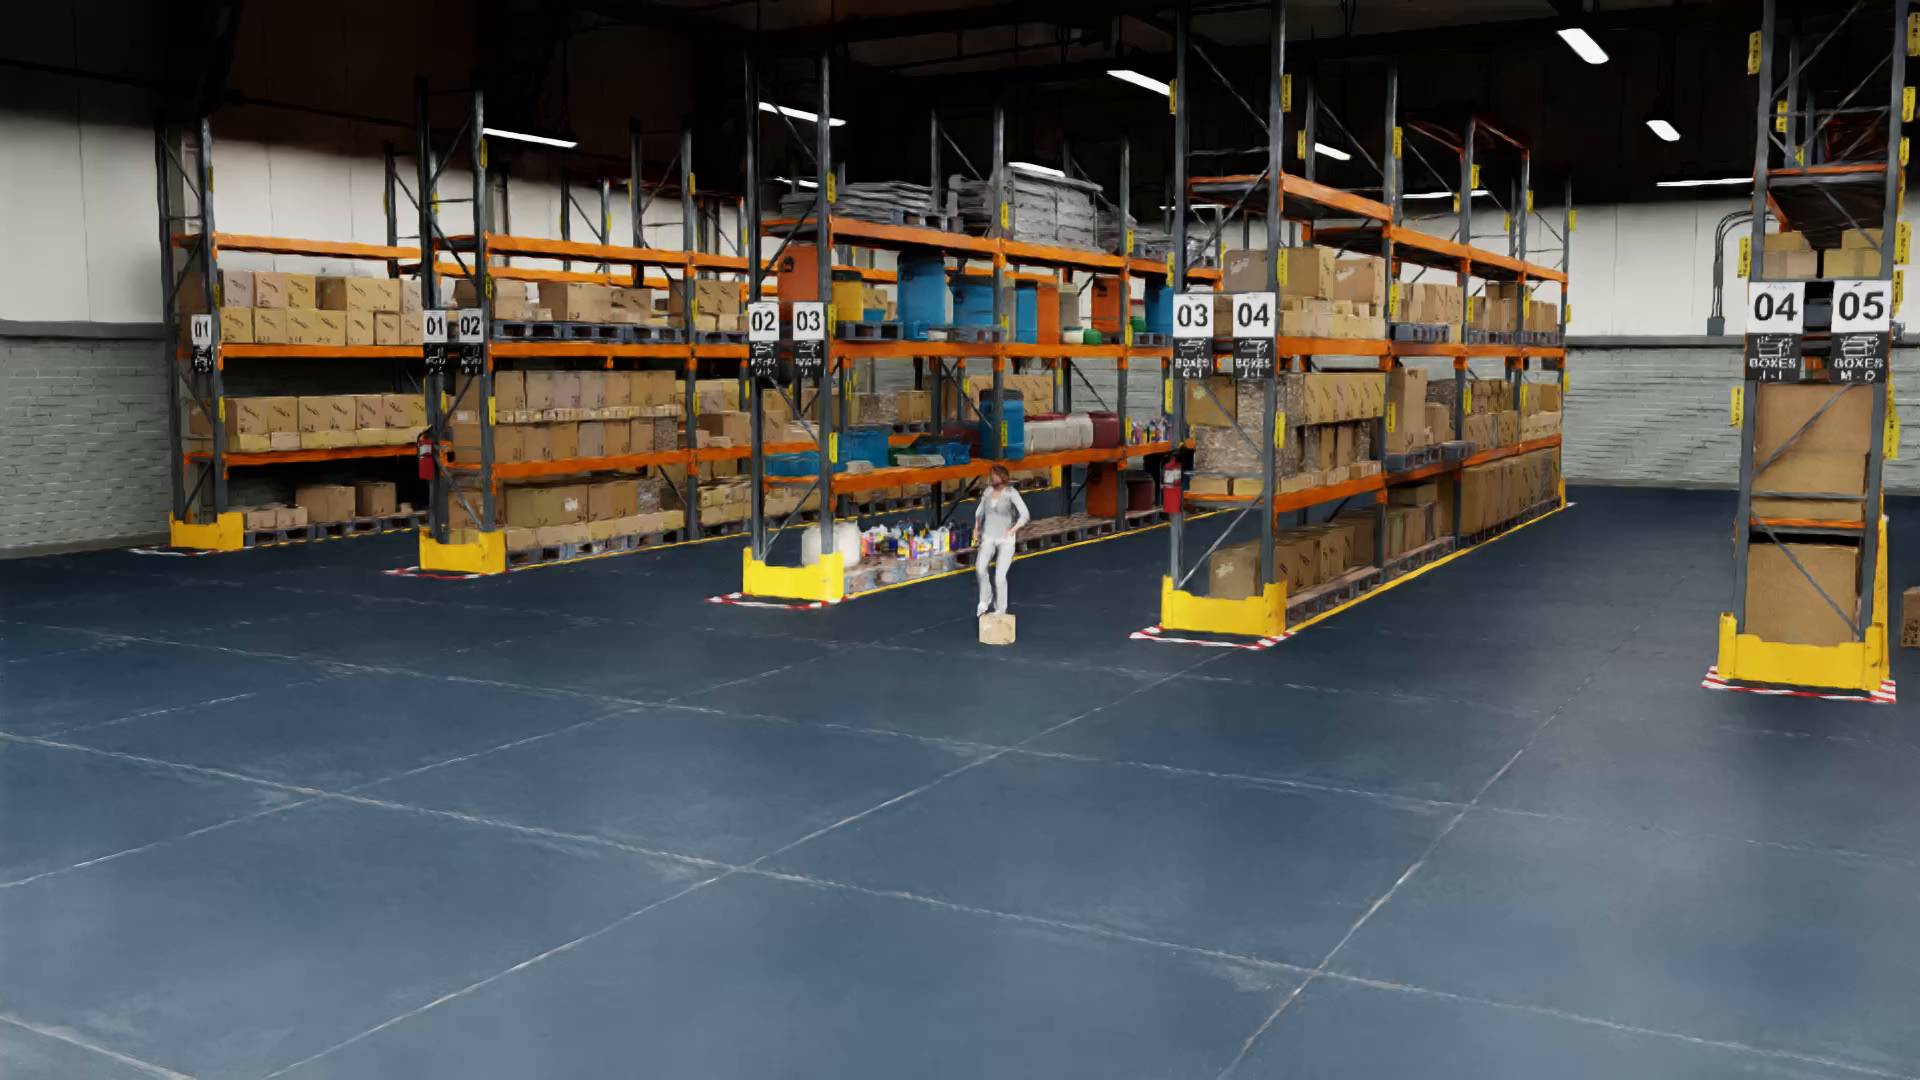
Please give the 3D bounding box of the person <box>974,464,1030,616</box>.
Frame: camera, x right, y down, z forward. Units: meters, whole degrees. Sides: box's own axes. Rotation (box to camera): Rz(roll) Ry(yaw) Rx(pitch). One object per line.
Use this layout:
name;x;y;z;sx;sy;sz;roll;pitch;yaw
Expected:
person;0.384;0.031;16.415;0.599;1.564;0.457;2;7;19
